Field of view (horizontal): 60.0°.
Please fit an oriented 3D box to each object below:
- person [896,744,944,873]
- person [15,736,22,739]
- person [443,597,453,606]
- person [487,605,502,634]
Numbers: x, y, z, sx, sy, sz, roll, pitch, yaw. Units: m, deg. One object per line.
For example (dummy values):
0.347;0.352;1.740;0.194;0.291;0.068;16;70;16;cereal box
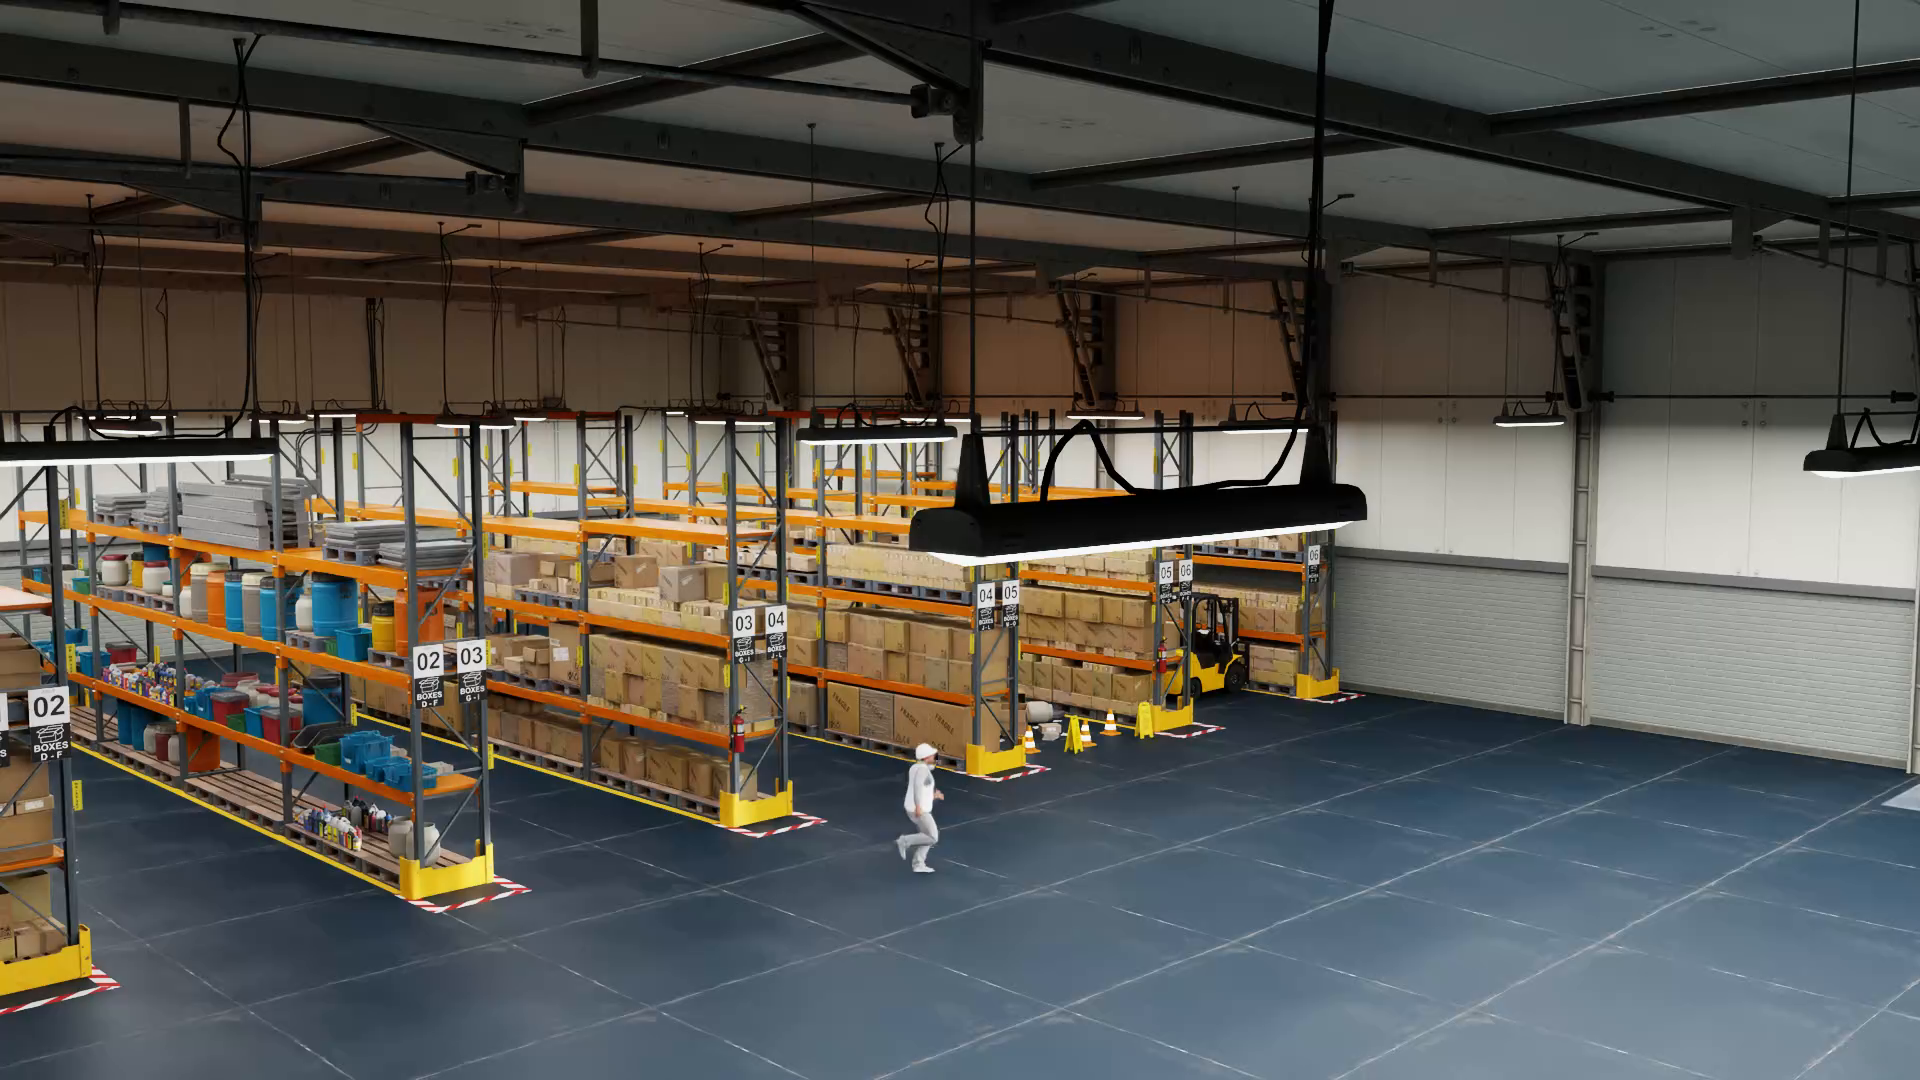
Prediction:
-0.524;3.571;22.086;0.680;1.730;0.694;-1;5;-14;person
-16.466;3.037;28.862;0.555;1.616;0.786;-4;6;-40;person
-12.034;2.123;38.684;0.773;1.734;0.991;-1;5;-7;person
-11.410;2.000;40.962;0.529;1.591;0.711;3;6;30;person
